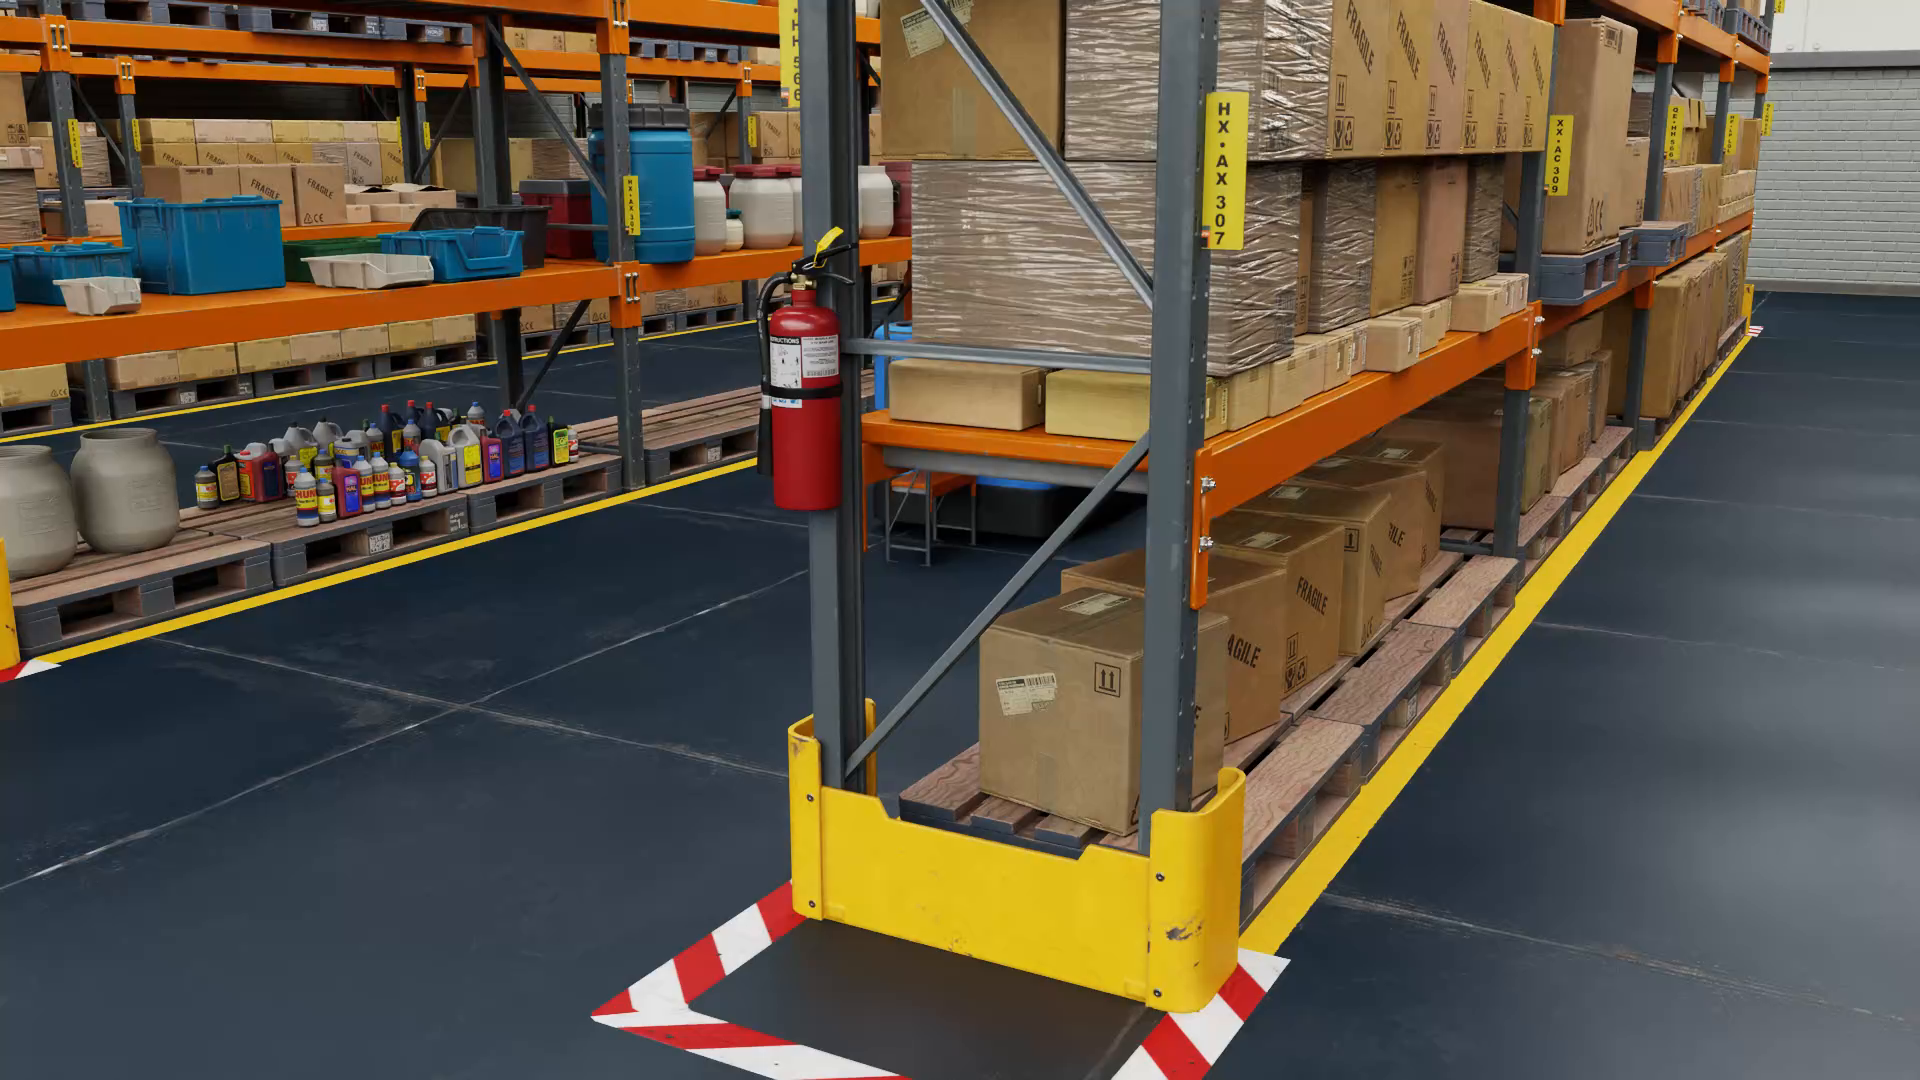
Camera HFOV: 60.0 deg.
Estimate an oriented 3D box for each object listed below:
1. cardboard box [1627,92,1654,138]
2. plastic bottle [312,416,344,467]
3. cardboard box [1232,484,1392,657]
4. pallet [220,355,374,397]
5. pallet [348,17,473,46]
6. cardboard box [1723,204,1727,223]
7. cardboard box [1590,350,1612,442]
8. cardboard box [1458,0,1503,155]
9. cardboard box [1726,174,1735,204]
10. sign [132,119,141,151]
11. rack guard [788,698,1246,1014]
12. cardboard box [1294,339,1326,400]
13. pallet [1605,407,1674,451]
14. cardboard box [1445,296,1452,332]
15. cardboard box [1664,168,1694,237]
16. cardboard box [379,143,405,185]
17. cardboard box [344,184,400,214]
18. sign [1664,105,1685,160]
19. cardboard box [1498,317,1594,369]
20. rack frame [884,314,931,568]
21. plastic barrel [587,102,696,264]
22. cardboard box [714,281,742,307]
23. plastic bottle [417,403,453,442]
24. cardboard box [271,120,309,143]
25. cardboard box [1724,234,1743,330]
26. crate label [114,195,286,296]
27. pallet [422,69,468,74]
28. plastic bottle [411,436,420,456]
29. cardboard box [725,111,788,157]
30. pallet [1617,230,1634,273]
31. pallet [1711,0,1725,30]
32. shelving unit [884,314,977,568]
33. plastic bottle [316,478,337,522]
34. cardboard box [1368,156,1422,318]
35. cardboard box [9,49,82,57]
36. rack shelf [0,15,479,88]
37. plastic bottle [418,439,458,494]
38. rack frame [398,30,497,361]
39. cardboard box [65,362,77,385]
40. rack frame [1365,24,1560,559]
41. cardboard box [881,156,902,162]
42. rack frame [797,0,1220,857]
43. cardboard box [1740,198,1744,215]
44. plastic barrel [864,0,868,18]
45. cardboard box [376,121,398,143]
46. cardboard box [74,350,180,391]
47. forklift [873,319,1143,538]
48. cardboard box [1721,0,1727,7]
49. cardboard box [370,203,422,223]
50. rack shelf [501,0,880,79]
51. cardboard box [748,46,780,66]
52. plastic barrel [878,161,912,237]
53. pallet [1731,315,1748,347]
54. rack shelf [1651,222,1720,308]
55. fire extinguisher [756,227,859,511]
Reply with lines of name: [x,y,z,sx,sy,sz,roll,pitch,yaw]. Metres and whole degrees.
cardboard box: [4.320,-2.750,11.187,0.797,0.503,0.637,8,16,30]
plastic bottle: [-3.367,-0.488,8.870,0.144,0.351,0.185,7,15,28]
cardboard box: [1.289,0.098,6.163,0.500,0.500,0.500,6,15,23]
pallet: [-5.741,-1.419,13.970,1.003,0.211,1.213,7,15,28]
pallet: [-4.967,-4.406,14.411,1.213,0.211,1.003,8,16,31]
cardboard box: [6.447,-2.841,14.454,0.380,0.149,0.250,7,15,26]
cardboard box: [3.646,-0.925,10.363,0.700,0.500,0.500,6,15,25]
cardboard box: [1.559,-1.596,5.770,0.500,0.500,0.500,7,15,28]
cardboard box: [6.587,-3.126,14.786,0.500,0.250,0.500,7,15,28]
sign: [-8.576,-4.214,17.312,0.100,0.325,0.005,7,15,28]
rack guard: [0.122,0.775,4.251,1.175,0.500,0.348,7,15,28]
cardboard box: [0.806,-0.486,4.685,0.380,0.149,0.250,7,15,28]
pallet: [4.399,-0.863,11.664,1.003,0.211,1.213,7,15,28]
cardboard box: [1.610,-0.850,6.197,0.380,0.149,0.250,7,15,28]
cardboard box: [4.917,-2.395,11.853,0.500,0.500,0.500,7,15,27]
cardboard box: [-7.125,-4.650,20.529,0.500,0.500,0.500,7,15,27]
cardboard box: [-5.320,-2.984,14.701,0.500,0.311,0.500,7,15,27]
sign: [4.432,-2.530,10.328,0.100,0.325,0.005,7,15,28]
cardboard box: [3.407,-1.178,9.815,0.500,0.250,0.500,9,16,34]
rack frame: [-0.248,-0.464,7.899,0.240,1.200,0.015,7,15,26]
plastic barrel: [-1.865,-2.095,9.753,0.600,0.901,0.708,7,15,28]
cardboard box: [-2.772,-2.874,18.451,0.500,0.500,0.500,7,15,28]
plastic bottle: [-2.944,-0.597,9.324,0.144,0.351,0.185,7,15,28]
cardboard box: [-7.872,-4.699,19.136,0.500,0.250,0.500,7,15,27]
cardboard box: [7.140,-2.551,16.353,0.875,0.875,0.875,7,15,28]
crate label: [-3.598,-1.411,7.910,0.502,0.435,0.616,7,15,28]
pallet: [-6.717,-6.152,21.439,1.003,0.211,1.213,7,15,28]
plastic bottle: [-2.801,-0.408,8.683,0.061,0.283,0.133,7,15,28]
cardboard box: [-2.310,-4.609,18.904,0.500,0.500,0.500,8,16,29]
pallet: [3.031,-1.562,9.020,1.003,0.211,1.213,7,15,28]
pallet: [5.486,-4.058,12.973,0.805,0.209,1.217,7,15,26]
shelving unit: [-0.138,-0.515,8.110,0.258,1.200,0.503,7,15,26]
plastic bottle: [-3.051,-0.197,7.982,0.097,0.201,0.097,0,14,0]
cardboard box: [1.043,-1.042,5.609,0.875,0.500,0.500,7,15,28]
cardboard box: [-9.168,-4.996,16.602,0.500,0.311,0.500,7,15,28]
rack shelf: [-5.685,-3.887,13.391,1.077,0.370,4.000,7,15,28]
plastic bottle: [-2.707,-0.393,8.635,0.152,0.276,0.135,8,16,29]
rack frame: [-4.718,-3.189,15.360,1.000,3.000,0.127,7,15,28]
cardboard box: [-6.705,-1.353,12.718,0.500,0.250,0.500,7,15,27]
rack frame: [2.019,-1.245,7.297,1.000,3.000,0.127,7,15,28]
cardboard box: [-1.076,-4.649,21.204,0.500,0.500,0.500,8,15,29]
rack frame: [0.085,-0.424,3.893,1.000,3.000,0.127,7,15,28]
cardboard box: [7.319,-3.211,15.990,0.380,0.149,0.250,7,15,28]
plastic barrel: [-0.970,-4.185,12.022,0.600,0.901,0.600,0,14,0]
cardboard box: [-7.124,-5.013,20.435,0.500,0.250,0.500,8,16,29]
cardboard box: [-6.239,-1.290,12.456,0.500,0.250,0.500,7,15,27]
forklift: [0.662,-1.729,9.453,1.130,2.935,3.031,7,15,26]
cardboard box: [6.476,-4.923,14.831,0.700,0.500,0.500,8,16,31]
cardboard box: [-4.911,-2.851,14.494,0.380,0.149,0.250,7,15,28]
rack shelf: [-1.350,-3.325,11.060,1.077,0.370,4.000,7,15,28]
cardboard box: [-2.332,-5.466,18.728,0.500,0.250,0.500,7,15,28]
plastic barrel: [-0.342,-2.563,12.476,0.600,0.536,0.708,7,15,28]
pallet: [7.502,-2.178,17.119,1.003,0.211,1.213,7,15,28]
rack shelf: [4.919,-2.126,12.488,1.077,0.370,4.000,7,15,28]
fire extinguisher: [-0.374,-0.415,4.022,0.296,0.674,0.183,7,15,28]
